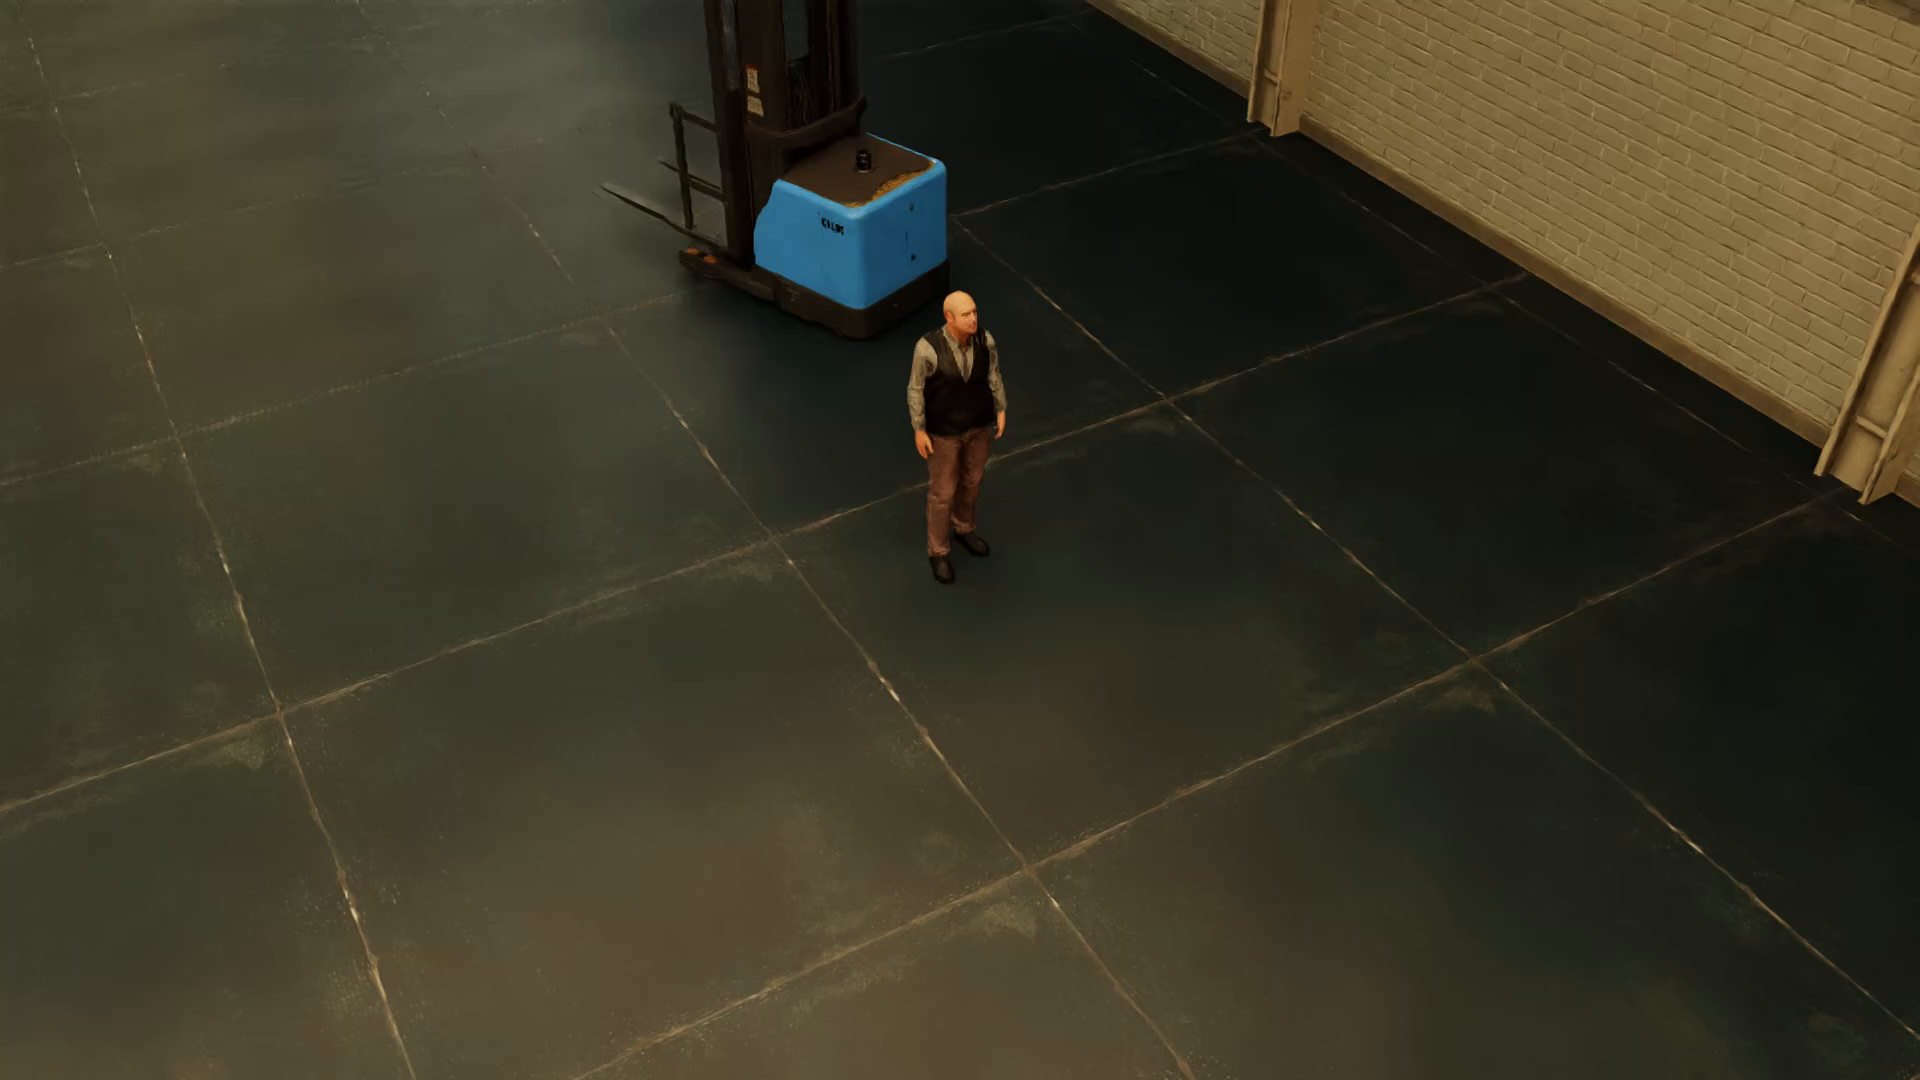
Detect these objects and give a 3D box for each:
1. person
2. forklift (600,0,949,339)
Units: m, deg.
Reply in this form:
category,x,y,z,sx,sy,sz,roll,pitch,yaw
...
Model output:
category,x,y,z,sx,sy,sz,roll,pitch,yaw
person,0.024,-0.631,9.733,0.632,1.720,0.567,-20,44,-23
forklift,-1.534,-3.370,12.100,3.031,2.935,1.130,28,47,30
